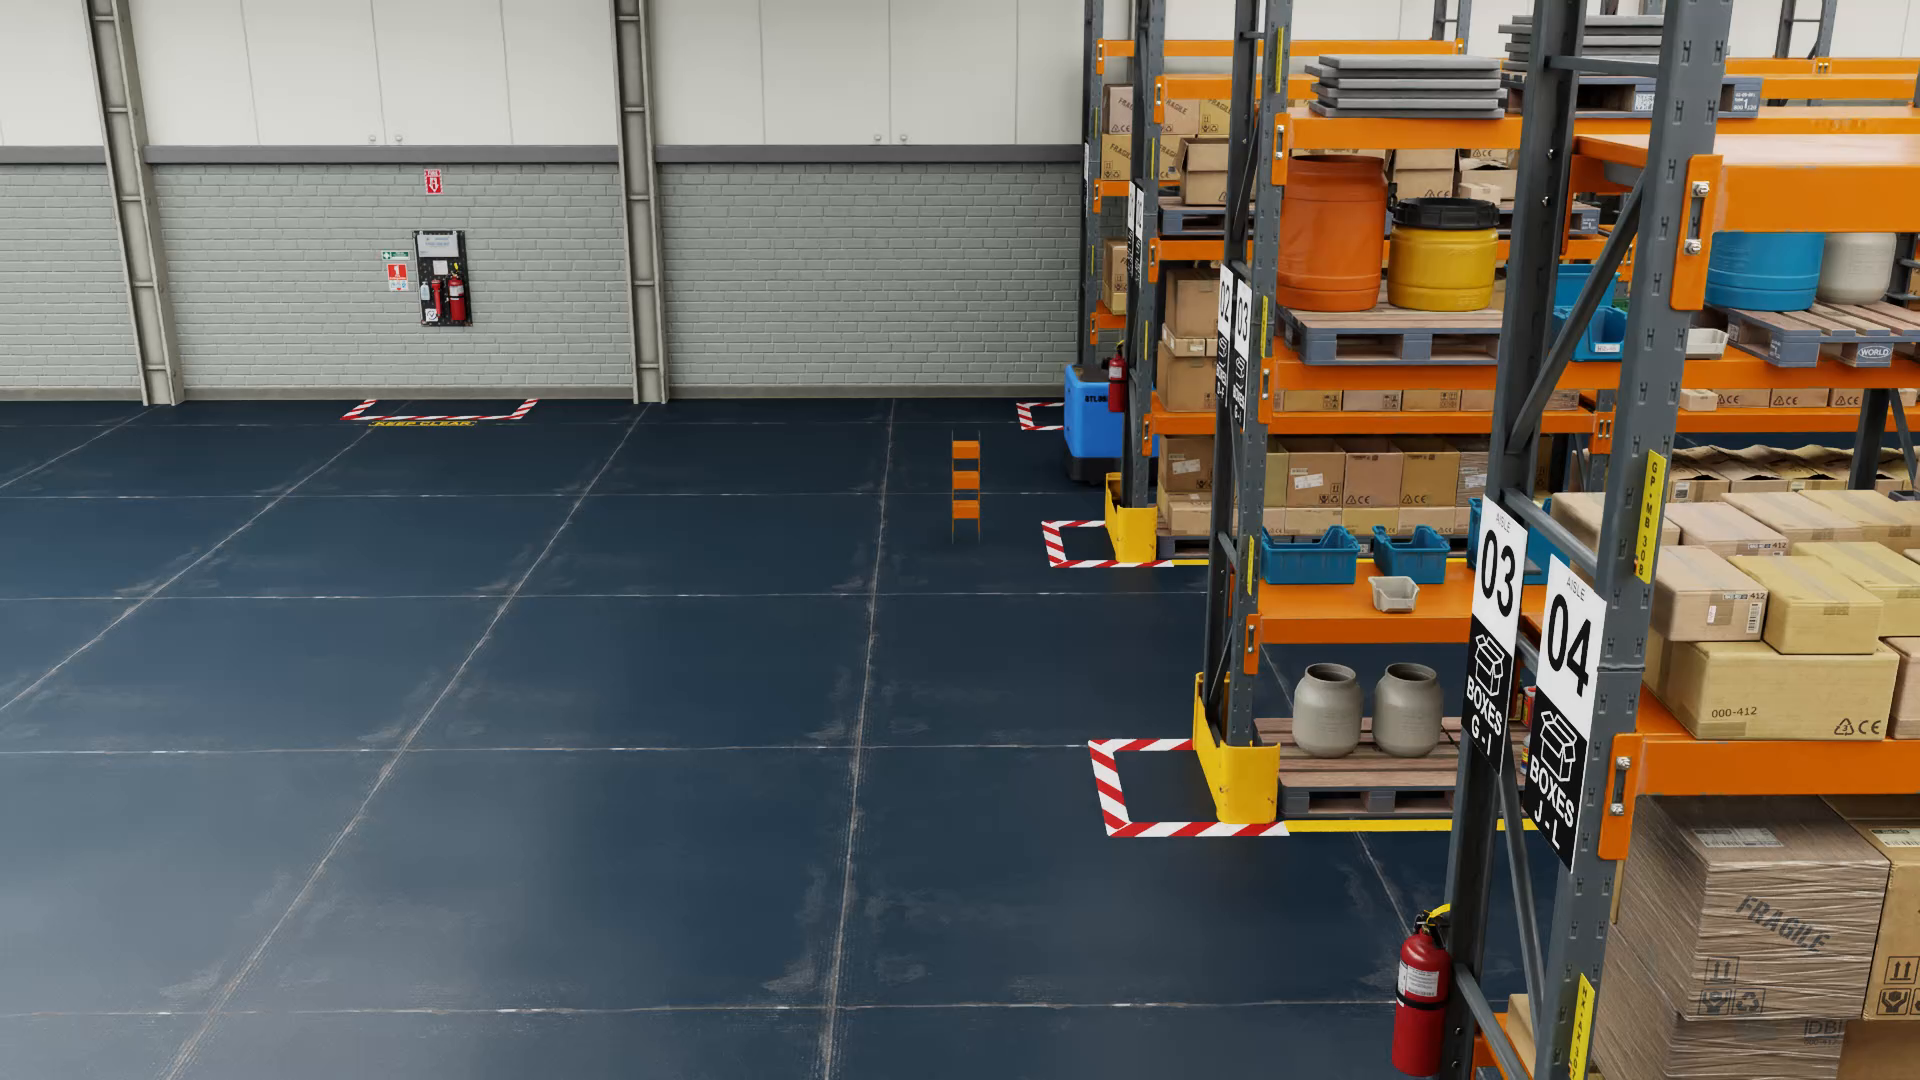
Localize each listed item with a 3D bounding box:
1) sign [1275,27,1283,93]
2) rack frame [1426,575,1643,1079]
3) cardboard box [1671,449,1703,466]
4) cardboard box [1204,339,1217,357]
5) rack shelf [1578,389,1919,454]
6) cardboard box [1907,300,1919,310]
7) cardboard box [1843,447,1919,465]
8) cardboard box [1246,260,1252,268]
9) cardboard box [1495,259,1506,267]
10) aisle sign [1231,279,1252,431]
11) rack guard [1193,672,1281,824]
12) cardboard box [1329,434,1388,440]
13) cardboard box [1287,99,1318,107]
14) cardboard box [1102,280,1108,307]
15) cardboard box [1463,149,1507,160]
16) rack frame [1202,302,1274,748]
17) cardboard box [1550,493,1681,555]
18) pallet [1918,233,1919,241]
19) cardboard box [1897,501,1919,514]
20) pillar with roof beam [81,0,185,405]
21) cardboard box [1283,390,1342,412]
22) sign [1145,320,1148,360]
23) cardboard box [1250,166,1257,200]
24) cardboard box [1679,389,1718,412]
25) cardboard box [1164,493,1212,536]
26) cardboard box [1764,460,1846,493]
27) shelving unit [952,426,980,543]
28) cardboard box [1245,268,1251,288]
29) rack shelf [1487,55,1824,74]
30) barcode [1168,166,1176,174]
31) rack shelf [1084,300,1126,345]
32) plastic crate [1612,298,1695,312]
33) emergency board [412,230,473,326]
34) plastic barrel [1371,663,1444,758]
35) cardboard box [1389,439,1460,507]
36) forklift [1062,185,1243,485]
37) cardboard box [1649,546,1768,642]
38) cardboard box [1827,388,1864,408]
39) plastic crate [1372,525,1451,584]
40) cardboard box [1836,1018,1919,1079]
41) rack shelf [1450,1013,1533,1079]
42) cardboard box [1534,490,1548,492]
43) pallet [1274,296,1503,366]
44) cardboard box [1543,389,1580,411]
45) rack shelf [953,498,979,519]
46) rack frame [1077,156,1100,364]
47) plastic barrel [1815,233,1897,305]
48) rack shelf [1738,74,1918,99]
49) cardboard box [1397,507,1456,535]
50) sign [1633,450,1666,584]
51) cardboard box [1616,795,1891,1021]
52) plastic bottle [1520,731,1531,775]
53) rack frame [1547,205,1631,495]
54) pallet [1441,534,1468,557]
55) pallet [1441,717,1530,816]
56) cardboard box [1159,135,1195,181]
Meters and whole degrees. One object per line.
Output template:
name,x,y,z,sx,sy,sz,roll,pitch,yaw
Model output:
sign,1.649,-2.481,8.595,0.005,0.325,0.100,0,18,-1
rack frame,1.723,1.621,5.287,0.127,3.000,1.000,0,18,-1
cardboard box,6.490,-0.676,15.342,0.500,0.311,0.500,0,18,1
cardboard box,2.230,-1.700,14.412,0.250,0.149,0.380,-1,18,-2
rack shelf,7.569,-1.091,14.919,4.000,0.370,1.077,0,18,-1
cardboard box,11.106,-2.792,19.421,0.250,0.149,0.380,0,18,0
cardboard box,8.516,-0.683,15.365,0.500,0.311,0.500,-1,18,-2
cardboard box,3.497,-3.130,19.080,0.500,0.500,0.500,0,18,1
cardboard box,5.997,-3.186,19.388,0.500,0.500,0.700,0,18,-1
aisle sign,1.577,-1.040,9.326,0.004,0.787,0.394,0,18,-1
rack guard,1.720,1.283,10.431,0.348,0.500,1.175,0,18,-1
cardboard box,3.601,-0.757,15.287,0.500,0.500,0.500,0,18,-1
cardboard box,3.921,-4.802,18.564,0.500,0.500,0.500,-1,18,-3
cardboard box,1.952,-2.917,19.647,0.500,0.250,0.500,0,18,0
cardboard box,6.035,-4.591,18.890,0.500,0.500,0.500,2,18,7
rack frame,1.644,0.108,10.003,0.127,3.000,1.000,0,18,-1
cardboard box,1.995,-0.023,5.092,0.250,0.149,0.380,0,18,-1
pallet,7.774,-2.745,14.295,1.213,0.211,1.003,1,18,2
cardboard box,3.029,0.005,5.005,0.250,0.149,0.380,0,18,0
pillar with roof beam,-9.756,-4.669,15.074,0.400,9.000,9.100,0,18,-1
cardboard box,3.059,-1.456,14.713,0.500,0.500,0.700,0,18,0
sign,1.573,-1.685,14.046,0.005,0.325,0.100,0,18,-1
cardboard box,2.717,-3.115,14.467,0.500,0.250,0.500,0,18,-1
cardboard box,6.459,-1.246,14.636,0.250,0.149,0.380,0,18,-1
cardboard box,2.110,-0.230,14.871,0.500,0.250,0.500,0,18,-1
cardboard box,7.524,-0.516,14.843,0.500,0.311,0.500,0,18,1
shelving unit,0.053,-0.500,15.090,0.252,1.050,0.215,0,18,-1
cardboard box,2.616,-2.073,14.514,0.500,0.500,0.700,-1,18,-2
rack shelf,7.487,-5.270,18.780,4.000,0.370,1.077,0,18,-1
barcode,1.864,-3.258,14.636,0.075,0.075,0.001,0,18,-1
rack shelf,3.488,-2.585,19.575,4.000,0.370,1.077,0,18,-1
plastic crate,4.062,-1.314,9.873,0.450,0.188,0.336,0,18,-1
emergency board,-6.296,-3.156,20.178,0.643,1.169,0.194,0,18,-1
plastic barrel,2.802,1.064,10.409,0.421,0.512,0.421,0,18,0
cardboard box,4.109,-0.601,14.798,0.500,0.500,0.500,0,18,-1
forklift,2.624,-2.105,17.014,3.031,2.935,1.130,-1,18,-2
cardboard box,2.002,0.143,4.575,0.250,0.149,0.380,0,18,-1
cardboard box,7.891,-1.478,14.783,0.500,0.500,0.500,-1,18,-4
plastic crate,2.790,0.084,10.322,0.408,0.251,0.499,0,18,-1
cardboard box,2.771,1.398,5.330,0.500,0.500,0.875,0,18,-1
rack shelf,3.722,1.954,5.427,4.000,0.370,1.077,0,18,-1
cardboard box,5.101,-0.405,15.417,0.500,0.250,0.500,0,18,-1
pallet,2.473,-1.205,9.493,1.213,0.211,1.003,0,18,-1
cardboard box,5.126,-1.468,14.751,0.500,0.500,0.700,-1,18,-2
rack shelf,0.054,-0.225,15.179,0.240,0.259,0.215,0,18,-1
rack frame,1.488,-2.918,19.435,0.127,3.000,1.000,0,18,-1
plastic barrel,5.210,-1.651,9.704,0.421,0.512,0.421,0,18,0
rack shelf,7.569,-3.757,14.064,4.000,0.370,1.077,0,18,-1
cardboard box,4.109,-0.240,14.900,0.500,0.250,0.500,0,18,-1
sign,1.731,-0.058,4.179,0.005,0.325,0.100,0,18,-1
cardboard box,2.277,1.036,4.823,0.500,0.500,0.500,0,18,-1
plastic bottle,3.462,1.284,10.083,0.097,0.271,0.097,0,18,0
rack frame,5.569,-1.424,14.779,0.127,3.000,1.000,0,18,-1
pallet,4.774,-0.105,15.233,1.213,0.211,1.003,0,18,-1
pallet,3.749,1.414,10.497,1.213,0.211,1.003,0,18,-1
cardboard box,2.364,-4.320,18.700,0.500,0.500,0.500,1,18,3
